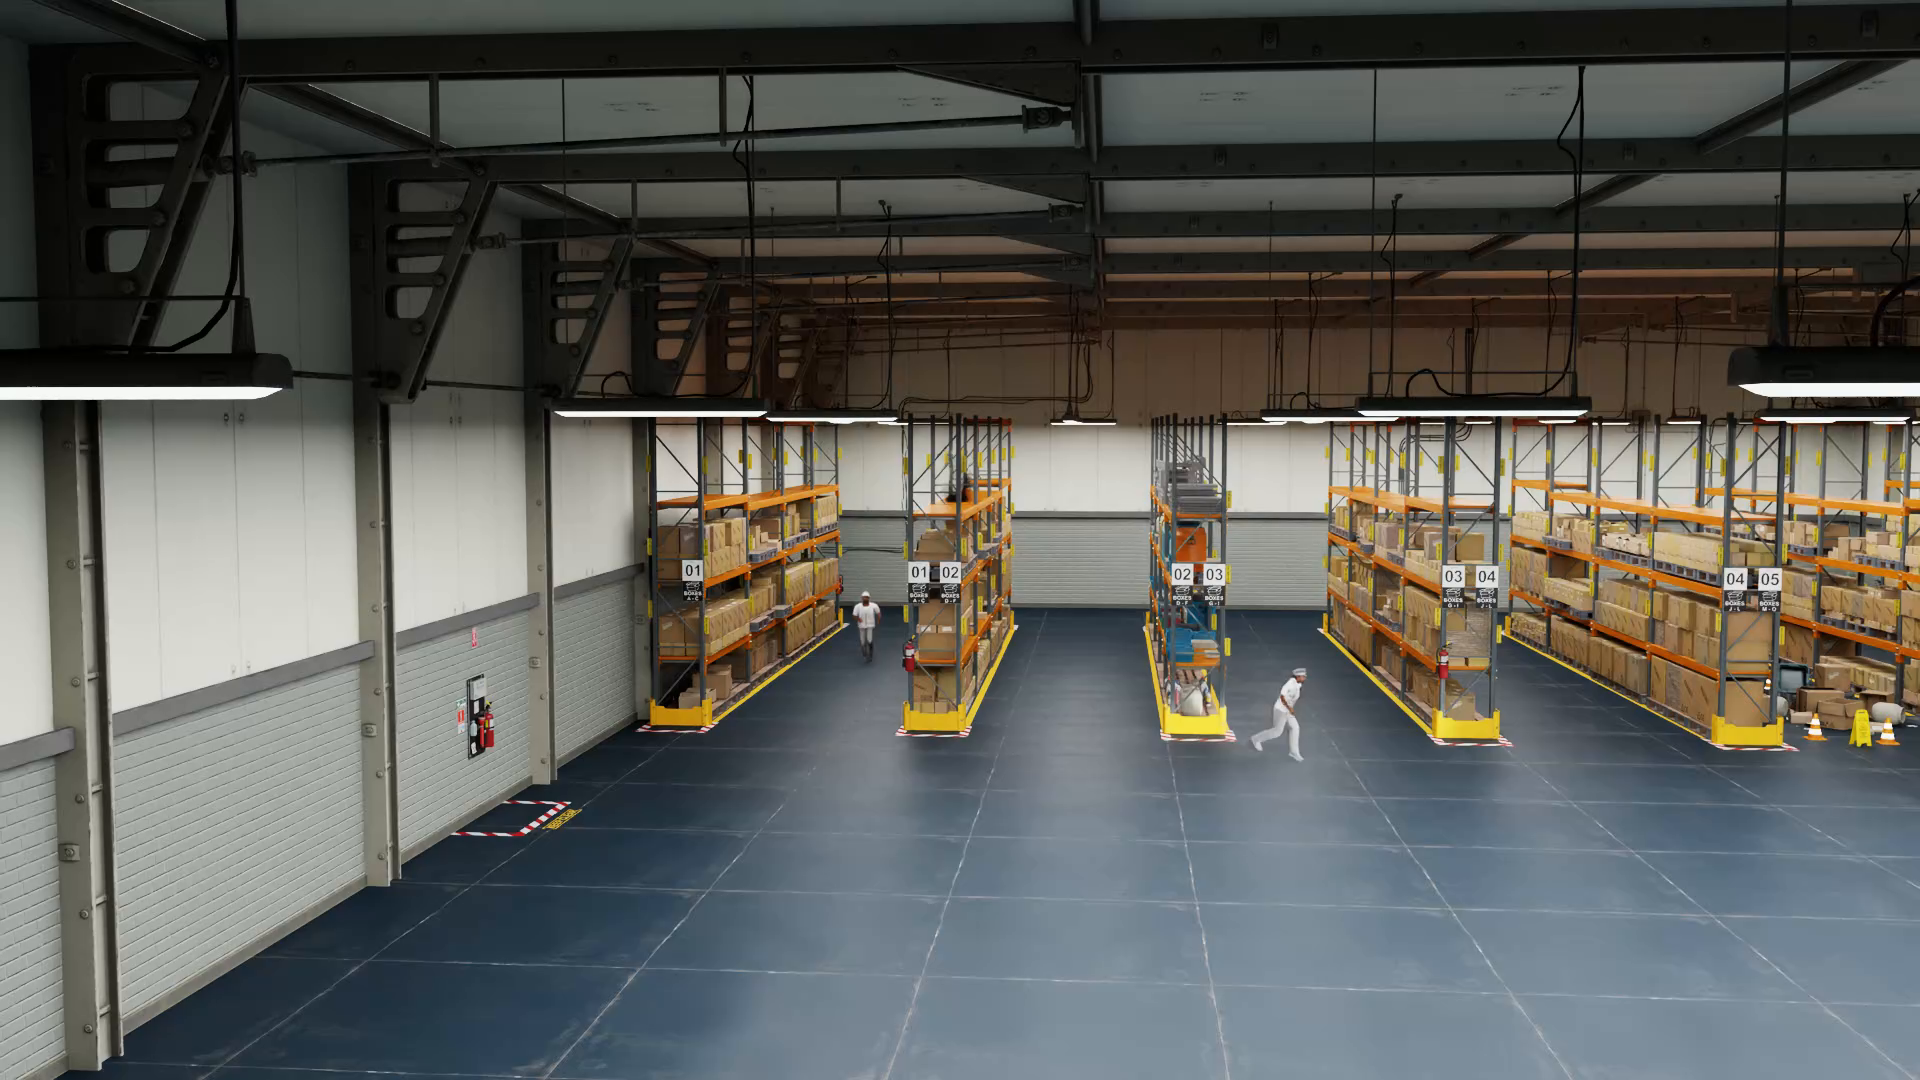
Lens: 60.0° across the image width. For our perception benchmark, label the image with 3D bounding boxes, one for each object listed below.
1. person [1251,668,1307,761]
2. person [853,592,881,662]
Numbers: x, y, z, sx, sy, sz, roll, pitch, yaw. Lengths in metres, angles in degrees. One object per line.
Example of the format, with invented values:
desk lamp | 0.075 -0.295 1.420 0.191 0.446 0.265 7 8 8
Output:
person | 5.539 3.005 28.864 0.963 1.630 0.600 2 4 22
person | -2.277 2.123 40.471 0.684 1.725 0.626 0 4 2
